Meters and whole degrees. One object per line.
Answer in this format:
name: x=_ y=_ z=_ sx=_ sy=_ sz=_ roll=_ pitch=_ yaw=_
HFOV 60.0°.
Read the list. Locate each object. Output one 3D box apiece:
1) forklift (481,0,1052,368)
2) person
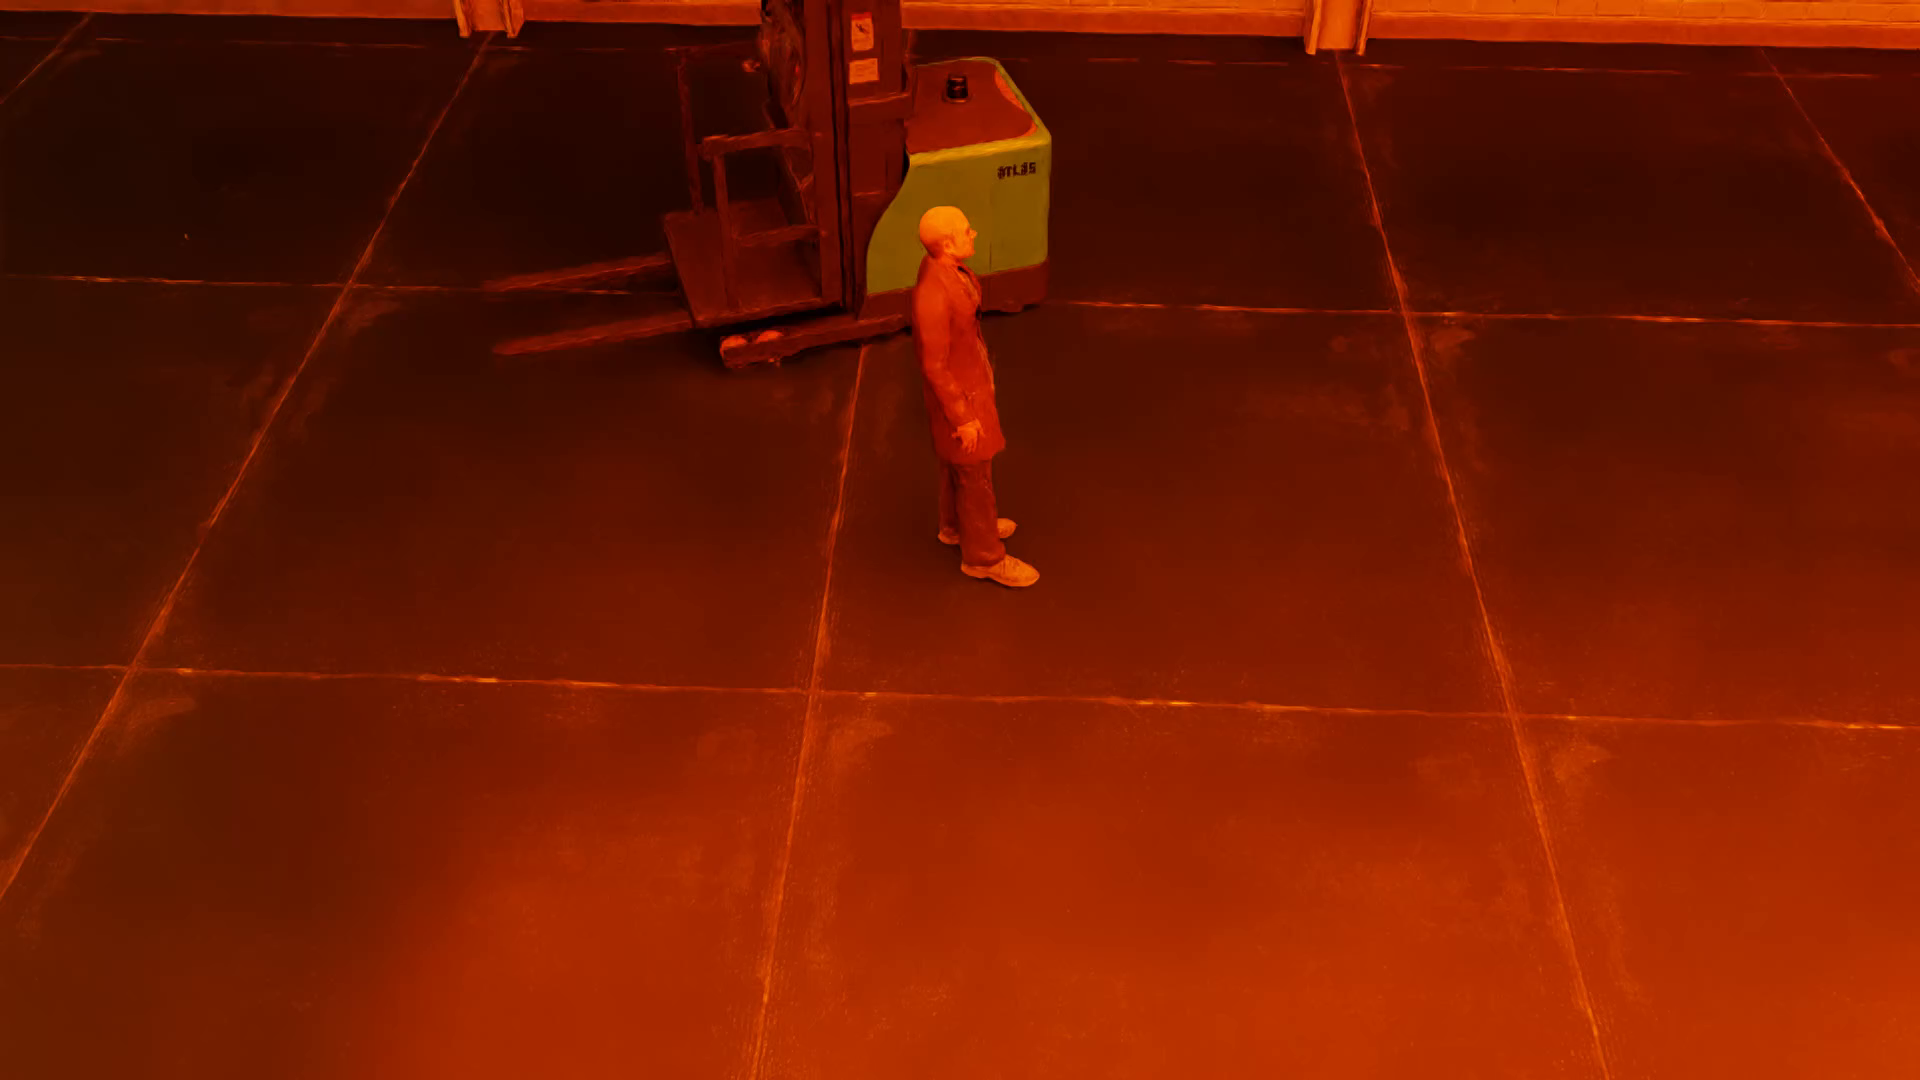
forklift: x=-1.080 y=-2.405 z=8.377 sx=3.031 sy=2.935 sz=1.130 roll=-12 pitch=44 yaw=-13
person: x=0.091 y=-0.656 z=7.305 sx=0.580 sy=1.776 sz=0.694 roll=2 pitch=42 yaw=2
